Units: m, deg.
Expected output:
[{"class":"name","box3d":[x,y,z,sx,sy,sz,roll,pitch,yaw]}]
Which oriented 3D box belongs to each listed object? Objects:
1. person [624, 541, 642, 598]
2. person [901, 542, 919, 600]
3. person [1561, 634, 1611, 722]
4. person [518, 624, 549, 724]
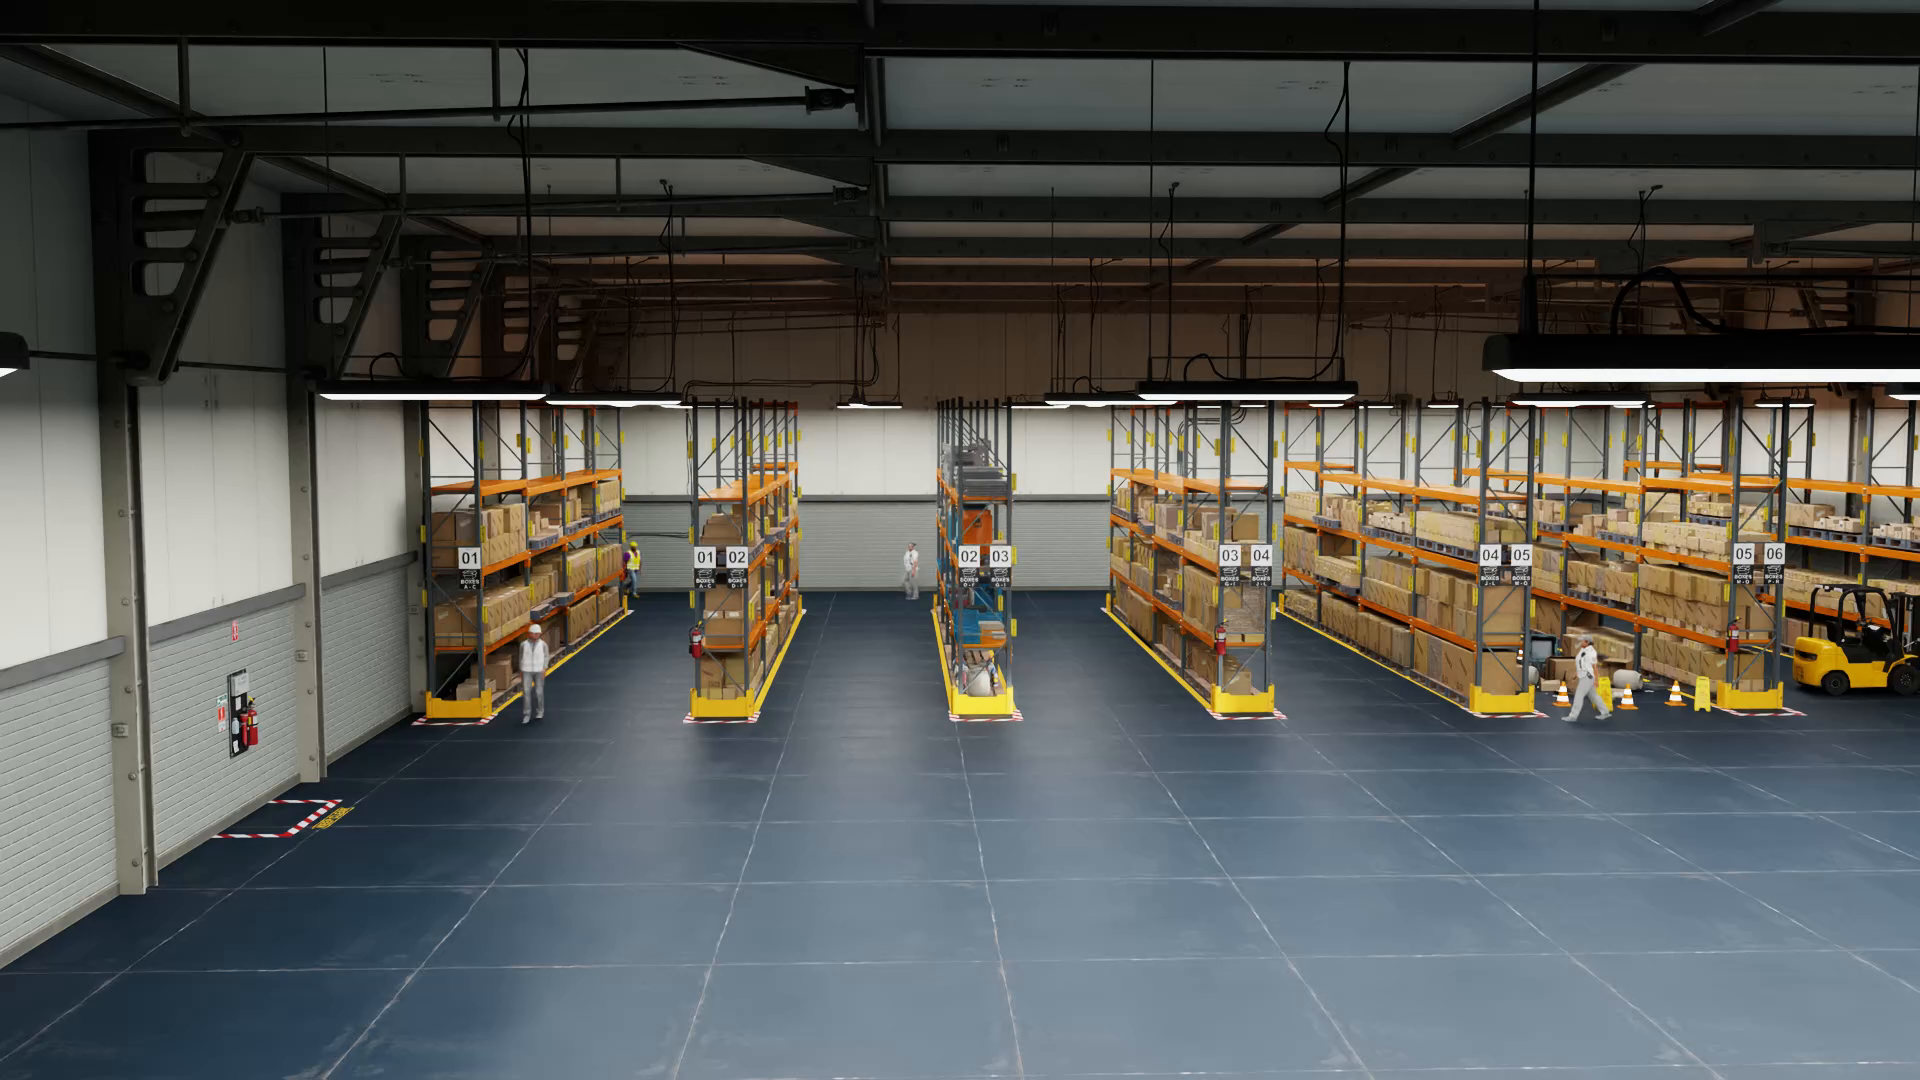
[{"class":"person","box3d":[-10.089,0.901,51.165,0.885,1.737,0.571,3,6,37]},{"class":"person","box3d":[-1.502,0.956,50.477,0.484,1.824,0.596,-3,5,-30]},{"class":"person","box3d":[11.569,2.536,30.684,0.970,1.620,0.501,0,4,4]},{"class":"person","box3d":[-7.898,2.475,30.816,0.562,1.780,0.722,-1,5,-13]}]
